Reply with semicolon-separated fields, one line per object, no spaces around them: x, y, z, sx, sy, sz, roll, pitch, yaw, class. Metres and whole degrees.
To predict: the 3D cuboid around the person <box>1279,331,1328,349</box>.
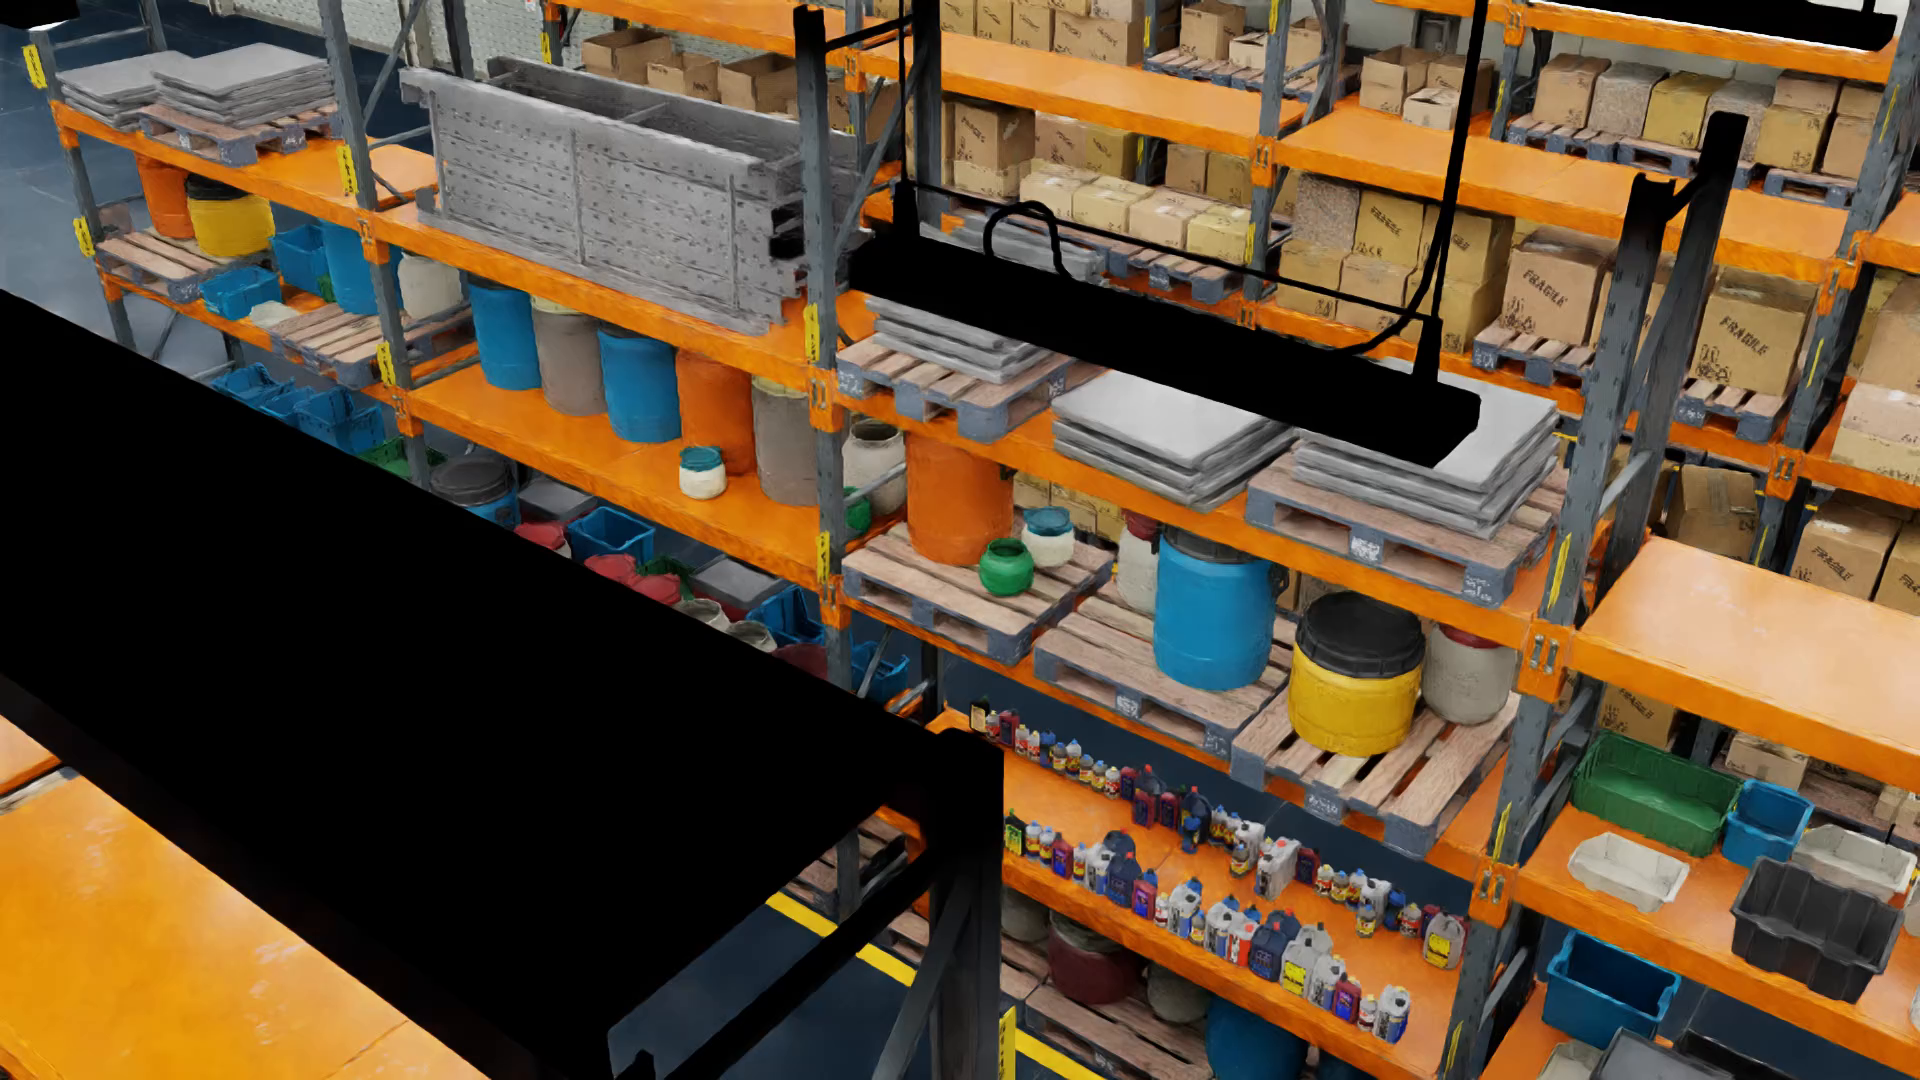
3.555;-2.176;17.223;0.577;1.673;0.463;7;32;11;person
